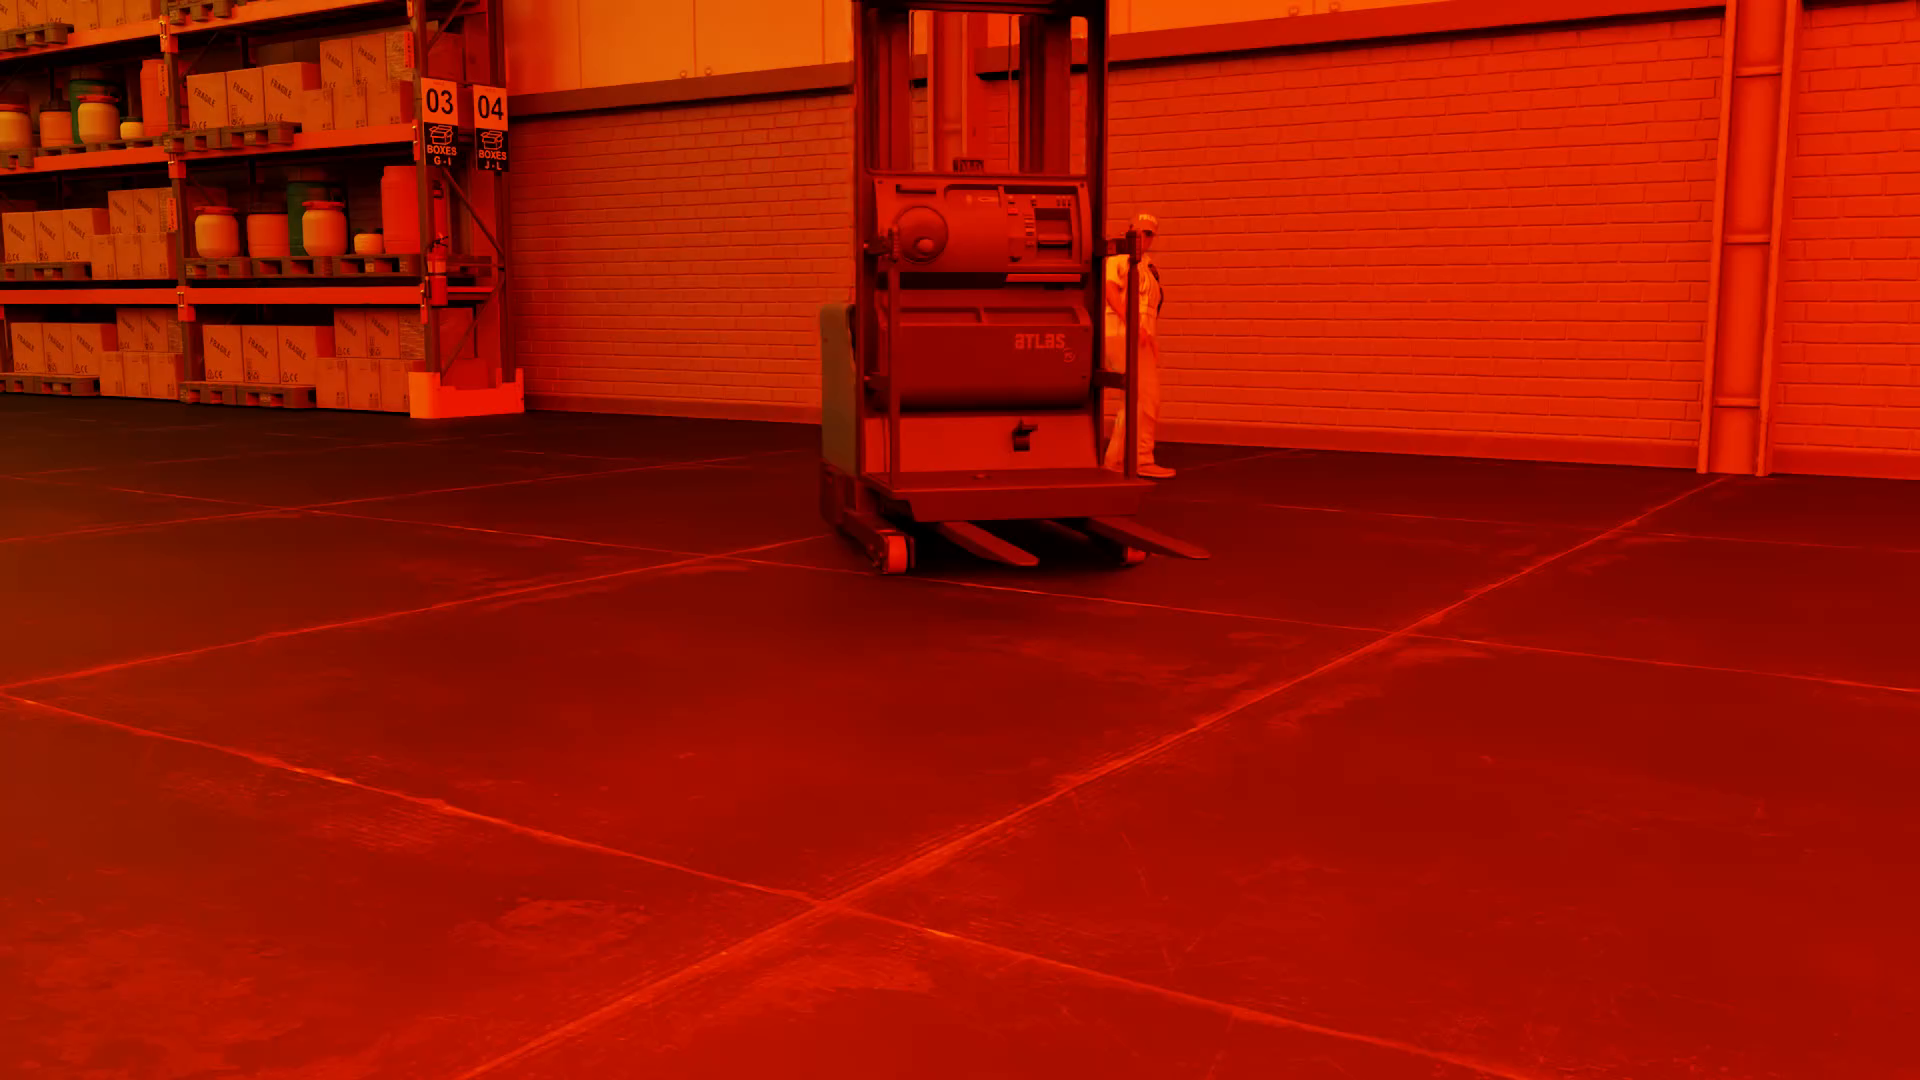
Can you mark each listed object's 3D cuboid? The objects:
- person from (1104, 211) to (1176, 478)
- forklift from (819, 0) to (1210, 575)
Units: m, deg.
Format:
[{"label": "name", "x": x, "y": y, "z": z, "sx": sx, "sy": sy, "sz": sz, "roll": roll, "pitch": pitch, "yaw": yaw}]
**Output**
[{"label": "person", "x": 1.114, "y": -1.221, "z": 10.400, "sx": 0.512, "sy": 1.641, "sz": 0.673, "roll": 1, "pitch": 8, "yaw": 9}, {"label": "forklift", "x": 0.154, "y": -1.368, "z": 6.811, "sx": 1.130, "sy": 2.935, "sz": 3.031, "roll": -2, "pitch": 8, "yaw": -14}]
